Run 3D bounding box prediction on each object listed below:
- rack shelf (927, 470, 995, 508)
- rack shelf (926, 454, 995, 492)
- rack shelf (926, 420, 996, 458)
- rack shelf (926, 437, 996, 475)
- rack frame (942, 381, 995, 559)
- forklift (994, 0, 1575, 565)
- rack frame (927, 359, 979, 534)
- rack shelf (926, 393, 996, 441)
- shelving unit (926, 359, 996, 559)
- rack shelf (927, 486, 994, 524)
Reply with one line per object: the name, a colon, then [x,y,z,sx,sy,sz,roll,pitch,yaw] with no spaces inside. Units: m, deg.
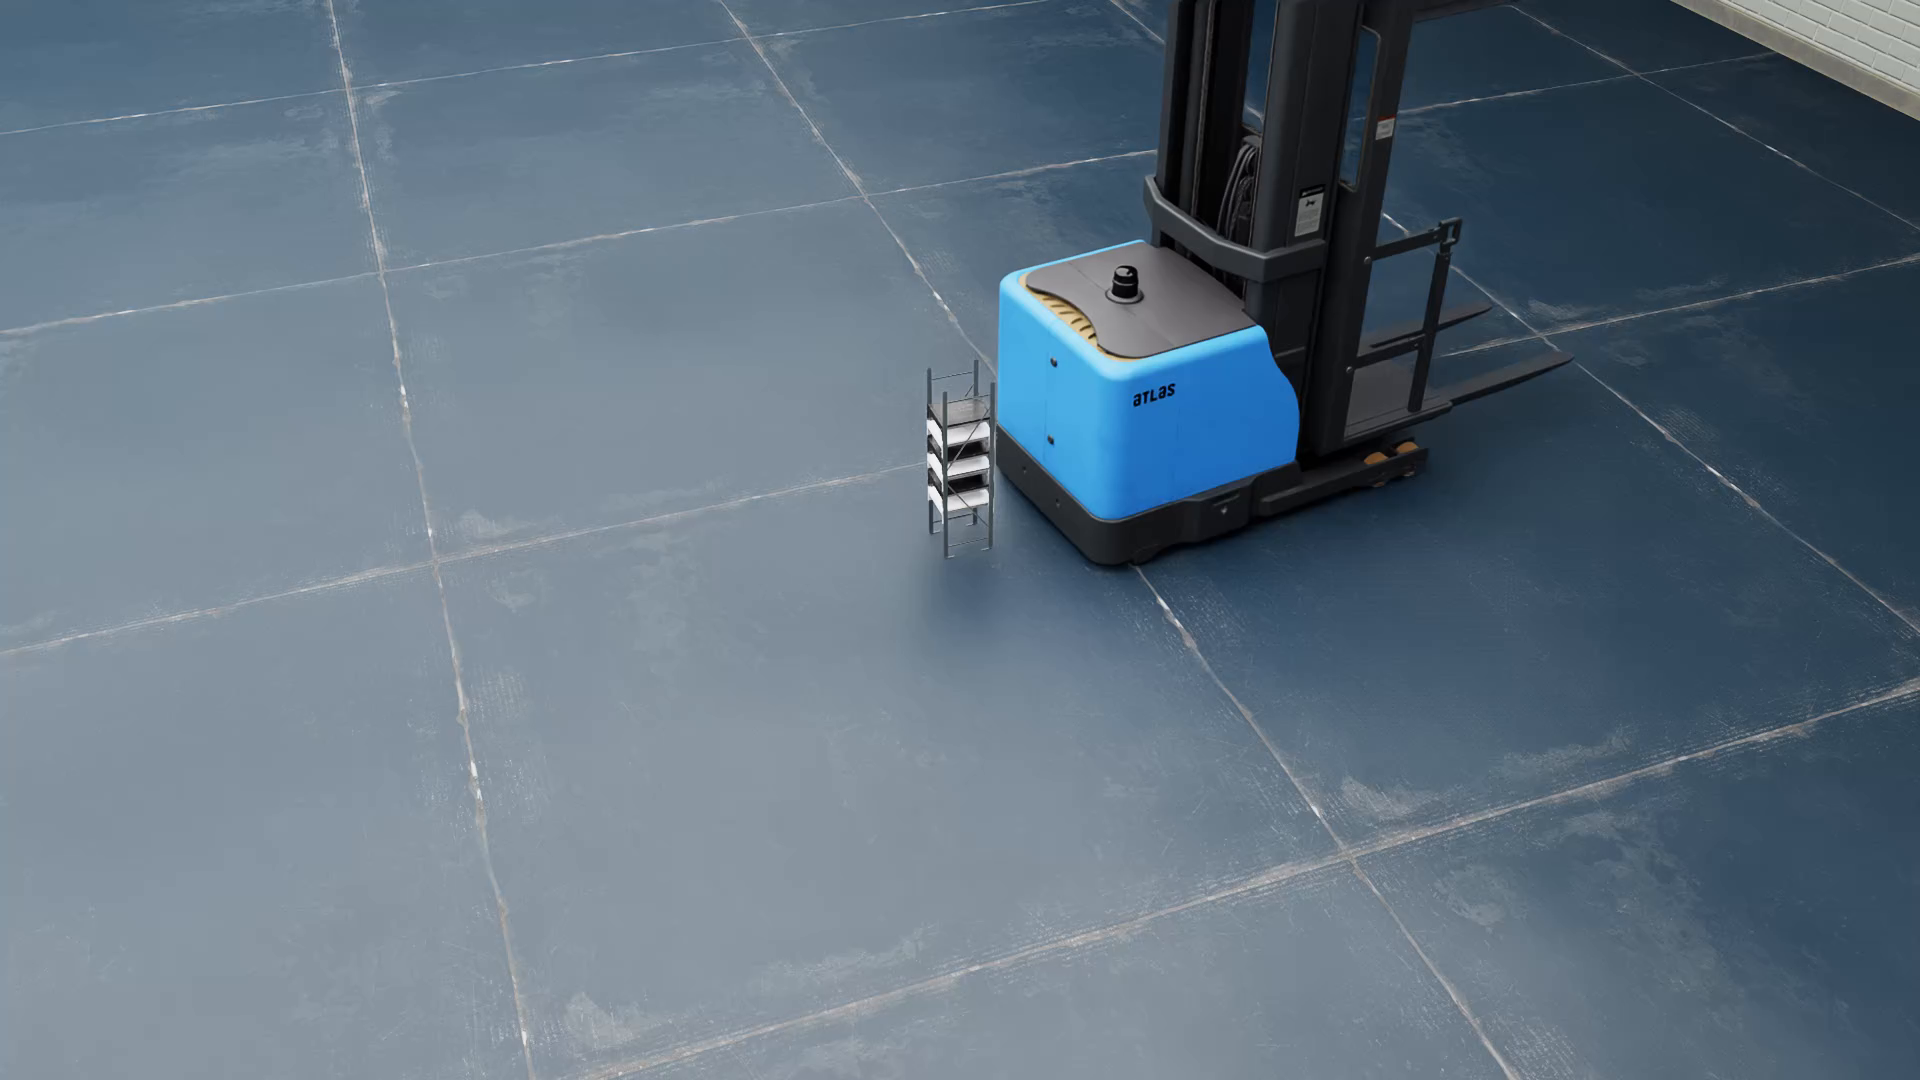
rack shelf: [0.003,-0.256,7.547,0.258,0.077,0.200,-12,39,-16]
rack shelf: [0.003,-0.328,7.493,0.258,0.077,0.200,-12,39,-16]
rack shelf: [0.003,-0.472,7.385,0.258,0.077,0.200,-12,39,-16]
rack shelf: [0.003,-0.400,7.439,0.258,0.077,0.200,-12,39,-16]
rack frame: [0.038,-0.297,7.397,0.240,0.900,0.006,-12,39,-16]
forklift: [1.709,-1.689,7.557,3.031,2.935,1.130,-18,41,-22]
rack frame: [-0.032,-0.412,7.549,0.240,0.900,0.006,-12,39,-16]
rack shelf: [0.003,-0.544,7.331,0.258,0.077,0.200,-12,39,-16]
shelving unit: [0.003,-0.355,7.473,0.258,0.900,0.210,-12,39,-16]
rack shelf: [0.003,-0.184,7.602,0.258,0.077,0.200,-12,39,-16]
